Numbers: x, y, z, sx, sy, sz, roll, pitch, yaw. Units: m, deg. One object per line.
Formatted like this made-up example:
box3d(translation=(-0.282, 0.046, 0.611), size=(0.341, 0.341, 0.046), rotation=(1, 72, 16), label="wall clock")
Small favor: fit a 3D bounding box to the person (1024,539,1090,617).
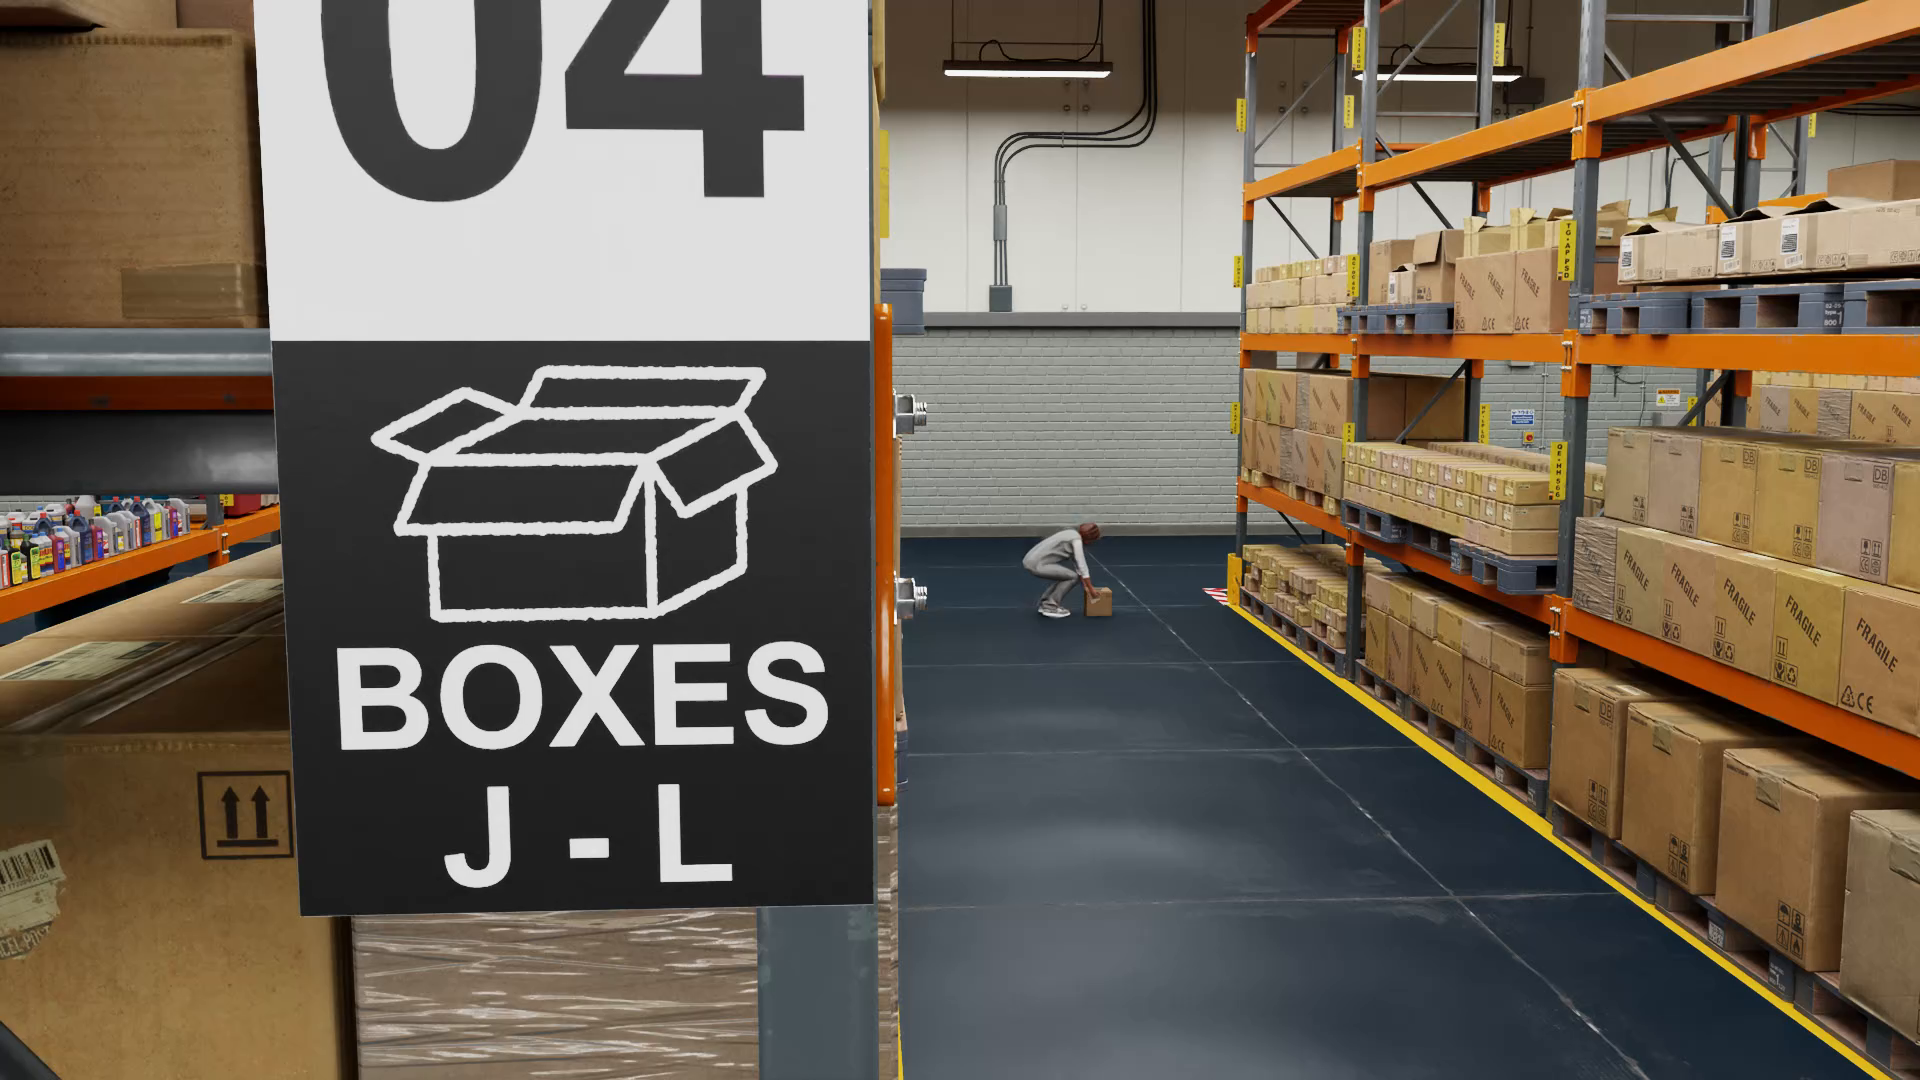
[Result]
box3d(translation=(0.957, 0.336, 16.692), size=(0.648, 0.835, 0.446), rotation=(0, 7, -4), label="person")
